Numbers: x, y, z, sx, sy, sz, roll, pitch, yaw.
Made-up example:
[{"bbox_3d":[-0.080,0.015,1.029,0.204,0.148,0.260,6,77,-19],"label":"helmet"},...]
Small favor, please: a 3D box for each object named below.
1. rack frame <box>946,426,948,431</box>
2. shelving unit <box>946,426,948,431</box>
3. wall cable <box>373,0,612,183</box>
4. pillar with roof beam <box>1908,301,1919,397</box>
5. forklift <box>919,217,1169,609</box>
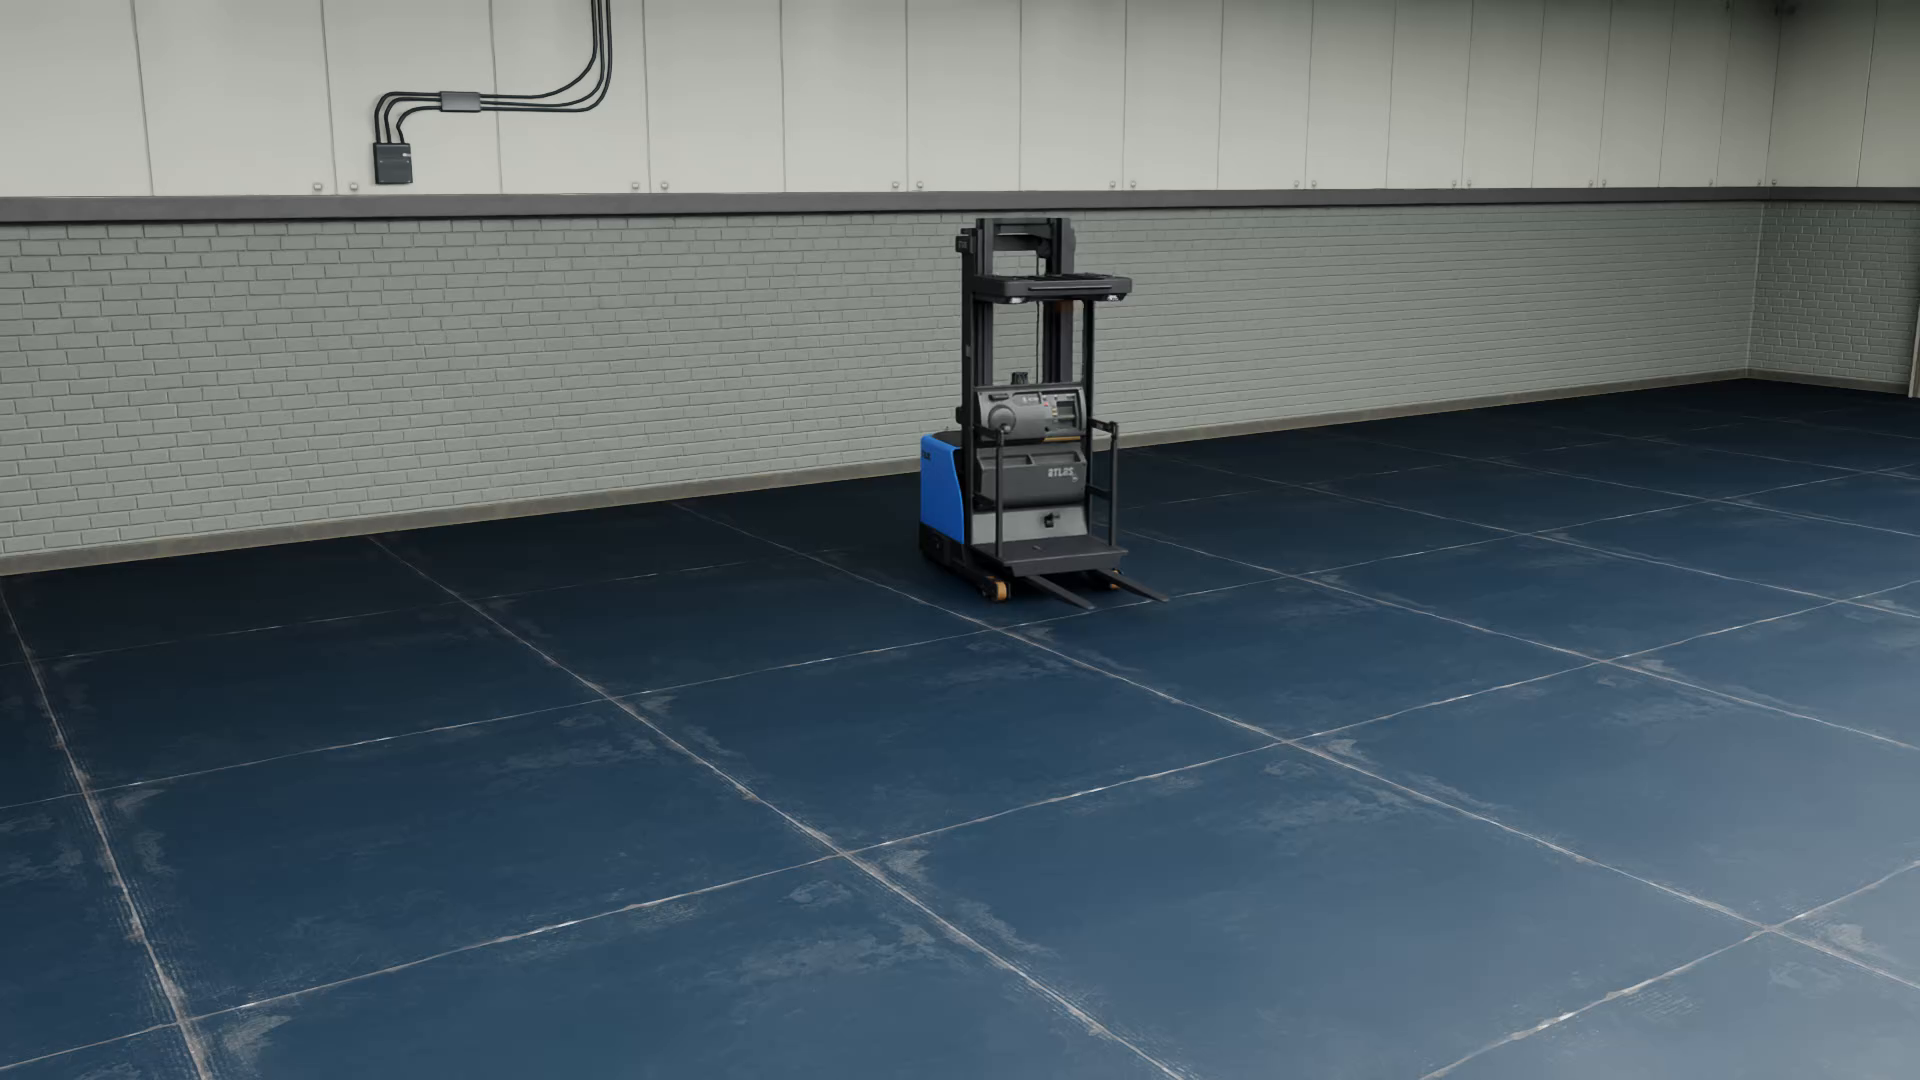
[{"bbox_3d":[-0.038,-0.525,15.194,0.200,1.050,0.008,-8,15,-33],"label":"rack frame"},{"bbox_3d":[0.030,-0.503,15.094,0.215,1.050,0.252,-8,15,-33],"label":"shelving unit"},{"bbox_3d":[-4.275,-6.277,14.929,2.305,6.003,0.169,-8,15,-33],"label":"wall cable"},{"bbox_3d":[10.984,-6.033,21.775,9.100,9.000,0.400,-8,15,-33],"label":"pillar with roof beam"},{"bbox_3d":[0.662,-1.048,13.182,1.130,2.935,3.031,-5,13,-21],"label":"forklift"}]
